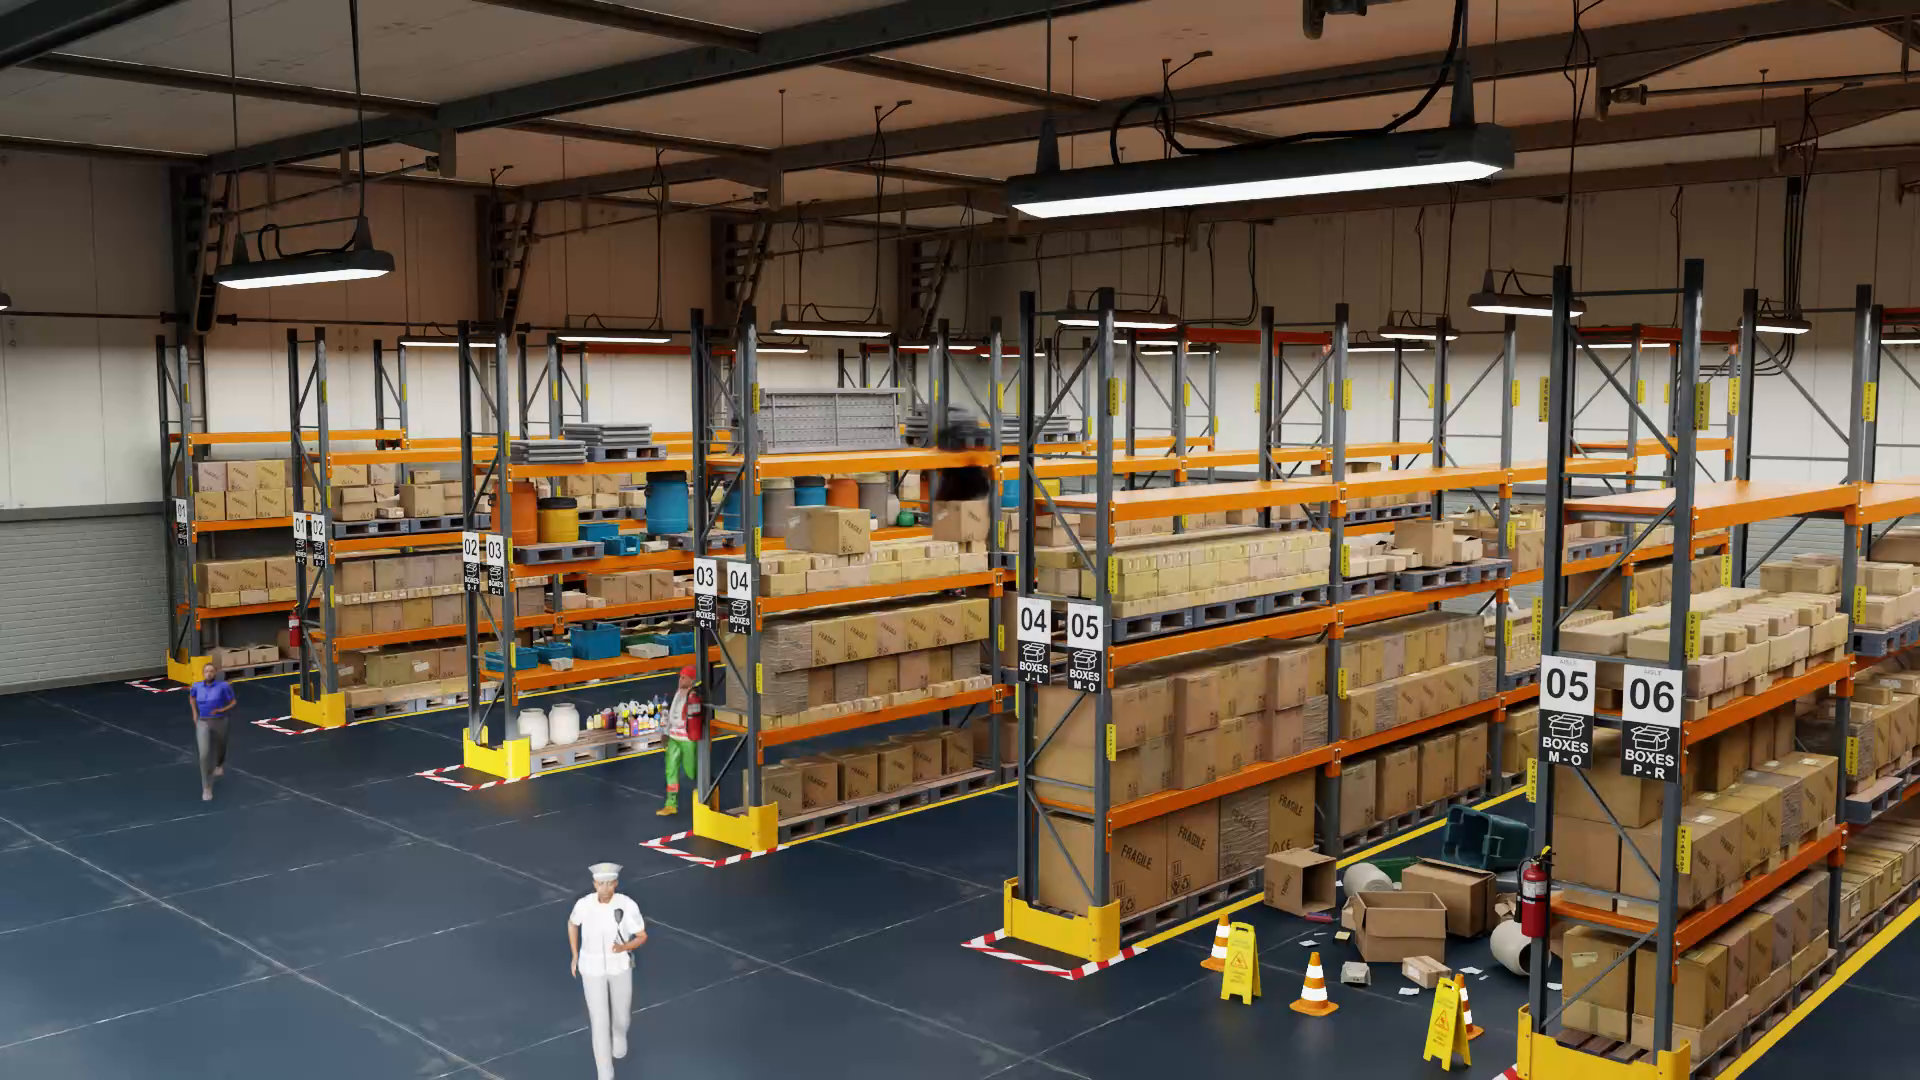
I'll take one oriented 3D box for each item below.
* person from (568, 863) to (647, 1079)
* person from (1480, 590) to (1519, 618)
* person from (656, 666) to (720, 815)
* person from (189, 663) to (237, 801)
[{"bbox_3d":[-2.590,3.160,12.233,0.576,1.673,0.911,-1,5,-11],"label":"person"},{"bbox_3d":[9.574,1.577,29.434,0.663,1.697,0.748,1,5,6],"label":"person"},{"bbox_3d":[-3.313,2.394,20.031,0.682,1.764,0.909,5,7,41],"label":"person"},{"bbox_3d":[-9.448,2.385,21.071,0.543,1.677,1.026,-3,6,-25],"label":"person"}]
